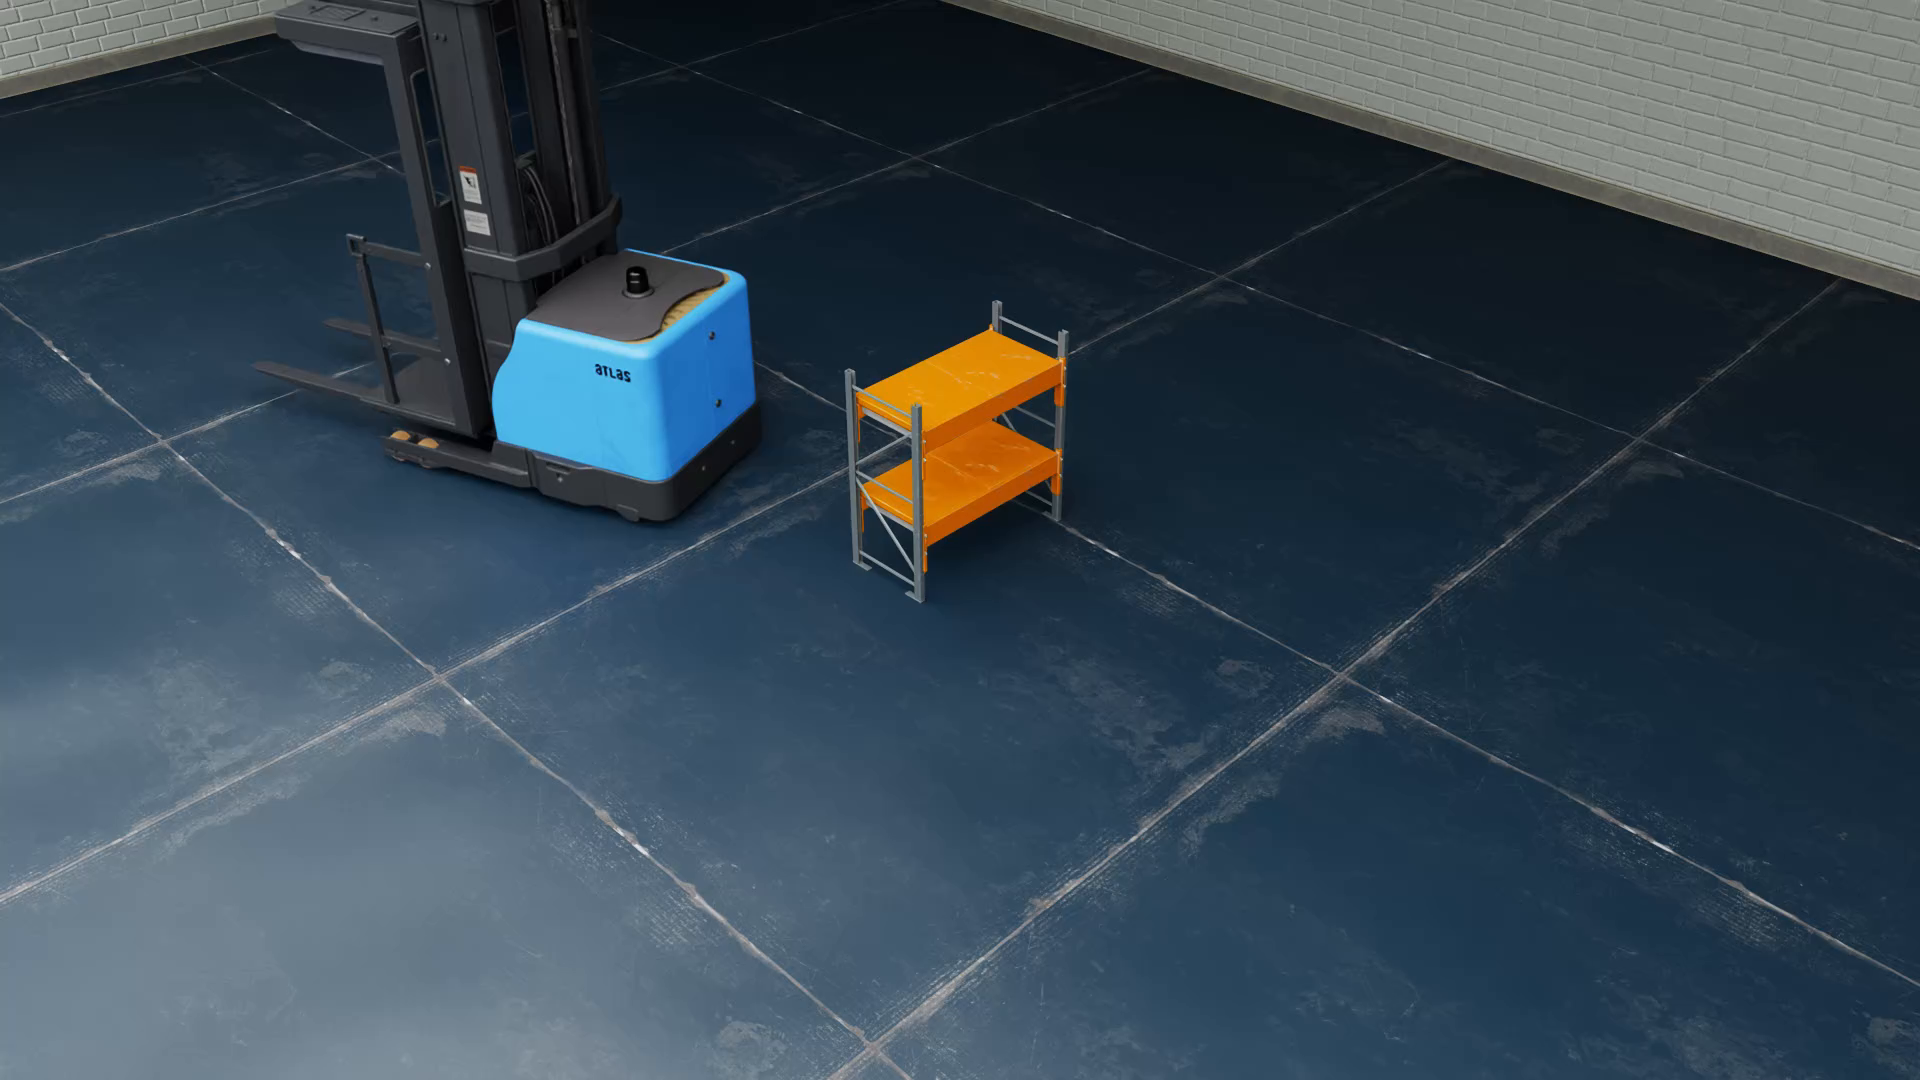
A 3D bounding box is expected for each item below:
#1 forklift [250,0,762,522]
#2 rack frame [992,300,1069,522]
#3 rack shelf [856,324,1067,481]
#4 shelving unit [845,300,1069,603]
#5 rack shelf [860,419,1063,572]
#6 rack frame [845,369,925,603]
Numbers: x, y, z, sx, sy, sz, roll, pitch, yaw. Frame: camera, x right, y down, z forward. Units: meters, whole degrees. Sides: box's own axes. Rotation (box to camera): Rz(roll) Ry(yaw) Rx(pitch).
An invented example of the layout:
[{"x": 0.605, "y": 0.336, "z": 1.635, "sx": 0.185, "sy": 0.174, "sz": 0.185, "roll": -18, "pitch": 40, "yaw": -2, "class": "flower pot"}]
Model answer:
[{"x": -2.687, "y": -1.860, "z": 8.845, "sx": 3.031, "sy": 2.935, "sz": 1.130, "roll": 15, "pitch": 38, "yaw": 20, "class": "forklift"}, {"x": 0.353, "y": -0.665, "z": 8.711, "sx": 0.500, "sy": 1.125, "sz": 0.032, "roll": 30, "pitch": 45, "yaw": 35, "class": "rack frame"}, {"x": -0.005, "y": -0.699, "z": 8.248, "sx": 0.538, "sy": 0.278, "sz": 1.000, "roll": 30, "pitch": 45, "yaw": 35, "class": "rack shelf"}, {"x": -0.005, "y": -0.459, "z": 8.415, "sx": 0.538, "sy": 1.125, "sz": 1.048, "roll": 30, "pitch": 45, "yaw": 35, "class": "shelving unit"}, {"x": -0.005, "y": -0.258, "z": 8.555, "sx": 0.538, "sy": 0.278, "sz": 1.000, "roll": 30, "pitch": 45, "yaw": 35, "class": "rack shelf"}, {"x": -0.363, "y": -0.252, "z": 8.119, "sx": 0.500, "sy": 1.125, "sz": 0.032, "roll": 30, "pitch": 45, "yaw": 35, "class": "rack frame"}]
